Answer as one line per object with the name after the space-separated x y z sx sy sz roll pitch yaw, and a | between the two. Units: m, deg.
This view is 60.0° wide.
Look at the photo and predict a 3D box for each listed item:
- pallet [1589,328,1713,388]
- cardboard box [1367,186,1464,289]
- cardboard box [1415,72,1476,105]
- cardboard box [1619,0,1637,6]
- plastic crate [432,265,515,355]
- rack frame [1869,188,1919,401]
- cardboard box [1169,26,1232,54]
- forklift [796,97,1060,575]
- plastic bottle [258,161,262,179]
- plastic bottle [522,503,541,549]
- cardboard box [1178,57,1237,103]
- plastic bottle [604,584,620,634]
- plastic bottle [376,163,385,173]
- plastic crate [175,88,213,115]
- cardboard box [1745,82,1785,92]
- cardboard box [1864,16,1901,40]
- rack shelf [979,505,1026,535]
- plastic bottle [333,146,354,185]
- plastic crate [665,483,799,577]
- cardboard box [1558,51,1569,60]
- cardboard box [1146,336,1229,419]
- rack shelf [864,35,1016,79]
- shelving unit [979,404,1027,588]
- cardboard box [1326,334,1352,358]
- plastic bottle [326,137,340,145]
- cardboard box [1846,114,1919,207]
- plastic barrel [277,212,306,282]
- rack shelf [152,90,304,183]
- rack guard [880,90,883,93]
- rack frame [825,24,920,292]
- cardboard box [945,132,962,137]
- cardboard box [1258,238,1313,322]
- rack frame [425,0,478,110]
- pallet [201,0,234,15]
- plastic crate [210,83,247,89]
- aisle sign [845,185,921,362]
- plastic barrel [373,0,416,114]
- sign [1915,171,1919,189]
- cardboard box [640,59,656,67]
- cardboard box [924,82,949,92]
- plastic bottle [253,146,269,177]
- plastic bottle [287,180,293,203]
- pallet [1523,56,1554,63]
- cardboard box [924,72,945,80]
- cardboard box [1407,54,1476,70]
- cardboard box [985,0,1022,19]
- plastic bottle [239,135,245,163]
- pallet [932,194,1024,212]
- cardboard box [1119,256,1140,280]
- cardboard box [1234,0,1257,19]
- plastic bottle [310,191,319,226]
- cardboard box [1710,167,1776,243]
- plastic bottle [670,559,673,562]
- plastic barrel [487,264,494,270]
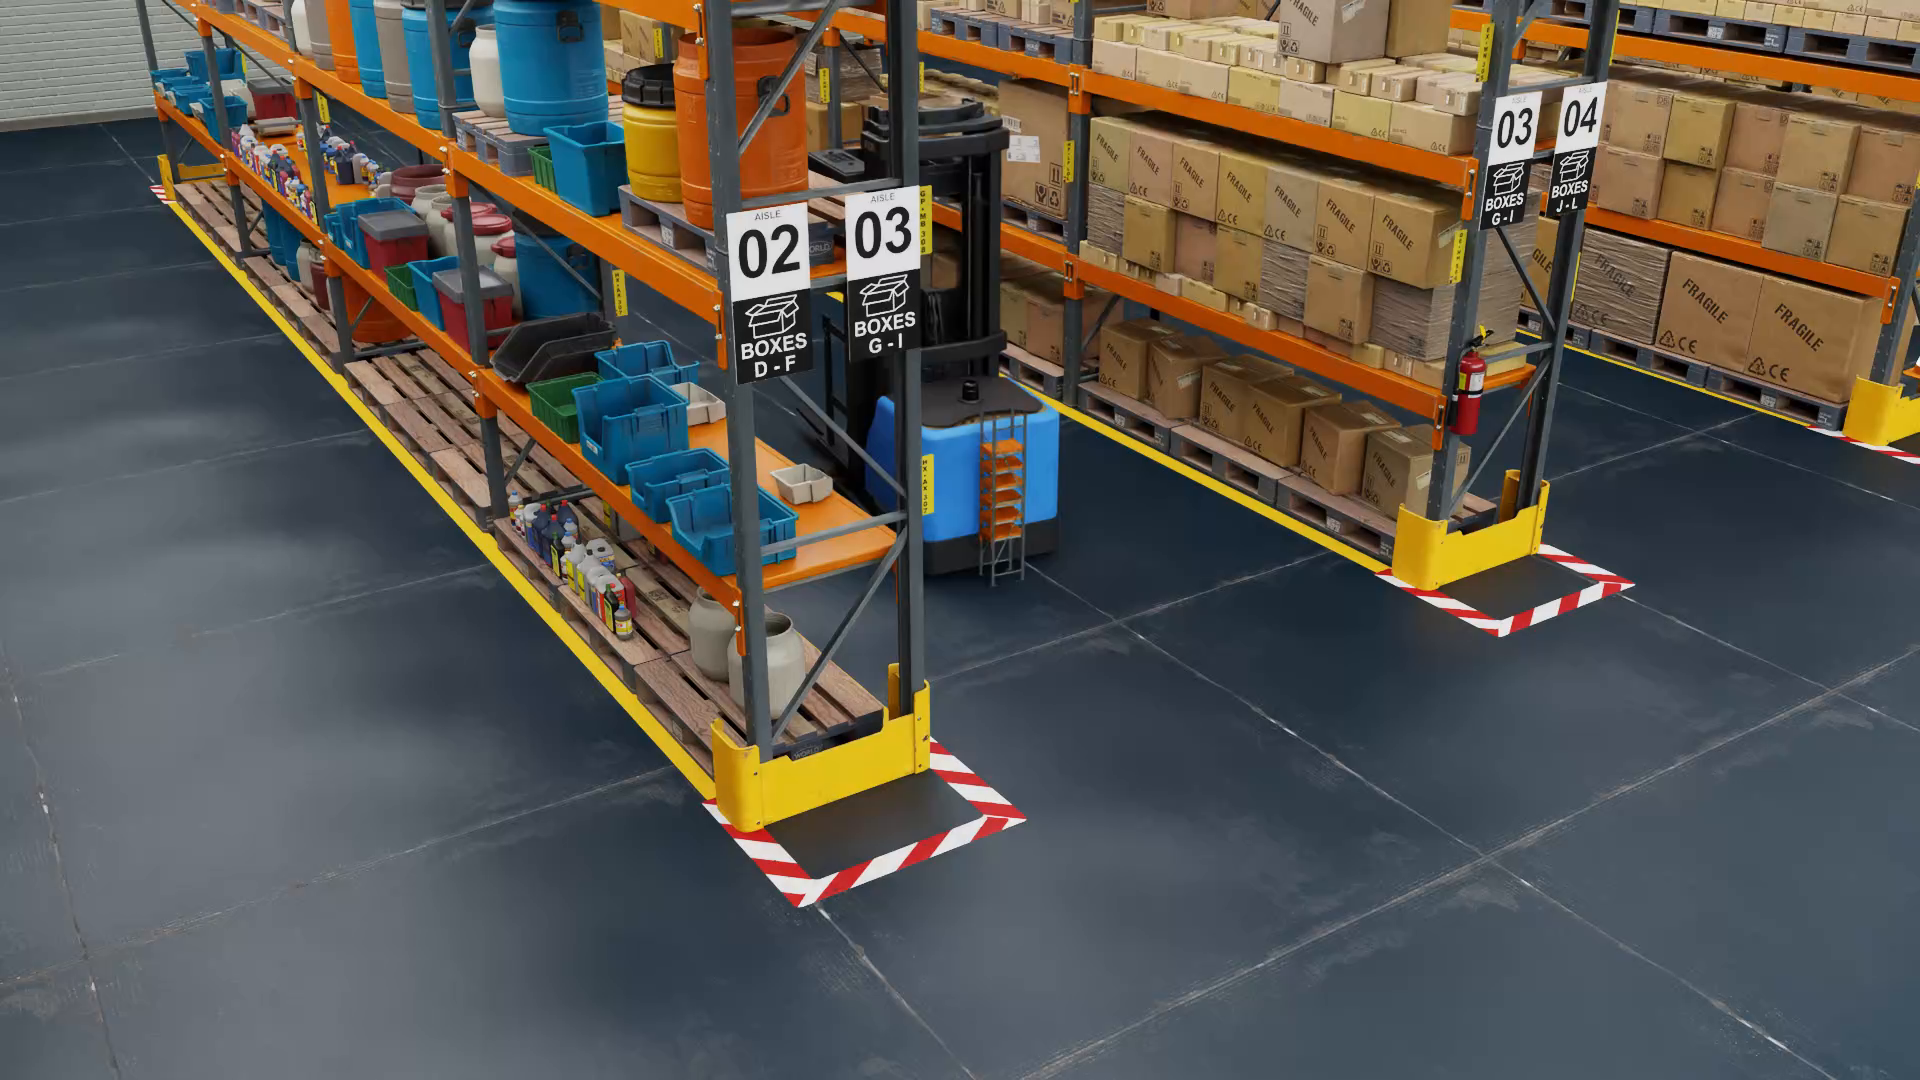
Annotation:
6.556 -1.743 15.157 1.003 0.211 1.213 -16 29 -30 | pallet
3.002 -1.951 10.695 0.500 0.500 0.500 -16 29 -30 | cardboard box
3.053 -2.796 10.317 0.380 0.149 0.250 -17 30 -31 | cardboard box
5.865 -4.728 14.385 0.380 0.149 0.250 -16 30 -30 | cardboard box
-3.345 -1.588 11.487 0.402 0.464 0.583 -16 29 -30 | plastic crate
7.720 -2.300 13.071 1.000 3.000 0.127 -16 29 -30 | rack frame
1.748 -3.633 12.089 0.380 0.149 0.250 -15 29 -28 | cardboard box
-0.397 -1.693 11.865 1.130 2.935 3.031 -11 27 -22 | forklift
-6.712 -3.595 16.047 0.097 0.201 0.097 0 25 0 | plastic bottle
-2.818 -0.099 11.083 0.152 0.276 0.135 -14 29 -28 | plastic bottle
1.912 -3.311 11.874 0.500 0.250 0.500 -17 30 -32 | cardboard box
-2.089 0.411 9.994 0.061 0.283 0.133 -15 29 -28 | plastic bottle
-5.386 -3.371 15.477 0.061 0.283 0.133 -16 29 -30 | plastic bottle
-8.633 -4.957 18.825 0.416 0.233 0.300 -16 29 -30 | plastic crate
9.117 -5.116 18.839 0.380 0.149 0.250 -15 29 -29 | cardboard box
7.118 -3.908 12.649 0.380 0.149 0.250 -15 29 -29 | cardboard box
0.279 -0.135 10.979 0.258 0.103 0.180 -11 27 -22 | rack shelf
-5.868 -3.566 15.810 0.144 0.351 0.185 -16 29 -30 | plastic bottle
-1.164 -0.068 8.517 0.499 0.251 0.616 -16 29 -30 | plastic crate
7.704 -6.050 20.817 0.380 0.149 0.250 -18 31 -33 | cardboard box
1.830 -1.315 13.421 0.500 0.500 0.500 -6 26 -13 | cardboard box
0.078 -6.982 23.832 1.077 0.370 4.000 -16 29 -30 | rack shelf
0.279 -0.284 10.909 0.258 1.200 0.189 -11 27 -22 | shelving unit
2.742 -1.381 11.417 0.380 0.149 0.250 -16 29 -30 | cardboard box
-6.230 -3.885 16.574 0.152 0.276 0.135 -16 29 -30 | plastic bottle
7.550 -2.998 13.109 0.875 0.550 0.550 -16 29 -30 | cardboard box
-6.522 -3.107 16.747 0.600 0.901 0.708 -16 29 -30 | plastic barrel
-8.283 -4.708 19.015 1.077 0.370 4.000 -16 29 -30 | rack shelf
-0.973 -6.865 25.670 1.175 0.500 0.348 -16 29 -30 | rack guard
-0.858 -4.042 16.760 1.000 3.000 0.127 -16 29 -30 | rack frame
0.302 -3.446 14.886 0.797 0.503 0.637 -12 28 -24 | cardboard box
2.622 -1.903 11.764 0.875 0.500 0.500 -16 29 -30 | cardboard box
-2.824 -4.170 10.004 1.000 3.000 0.127 -16 29 -30 | rack frame
-6.681 -5.332 16.200 1.213 0.211 1.003 -16 29 -30 | pallet
-8.632 -5.300 19.665 0.396 0.136 0.243 -16 29 -30 | plastic crate
-0.356 -1.244 7.789 0.394 0.787 0.004 -16 29 -30 | aisle sign
-3.641 -3.405 11.311 0.600 0.901 0.600 0 25 0 | plastic barrel
7.258 -2.809 12.516 0.100 0.325 0.005 -16 29 -30 | sign
-3.502 -5.636 19.964 0.500 0.250 0.500 -16 30 -31 | cardboard box
-0.383 -6.565 24.255 0.380 0.149 0.250 -14 29 -28 | cardboard box
-6.752 -3.677 16.132 0.152 0.276 0.135 -16 29 -30 | plastic bottle
-6.078 -3.180 15.167 0.097 0.201 0.097 0 25 0 | plastic bottle
7.924 -6.034 21.206 1.213 0.211 1.003 -16 29 -30 | pallet
-0.424 -6.959 25.091 0.380 0.149 0.250 -15 29 -29 | cardboard box
3.162 -3.093 10.945 0.380 0.149 0.250 -14 29 -28 | cardboard box
0.637 -4.732 14.096 0.797 0.503 0.637 -14 29 -27 | cardboard box
-7.144 -3.910 16.632 0.097 0.271 0.097 0 25 0 | plastic bottle
0.257 -3.256 15.322 1.003 0.211 1.213 -16 29 -30 | pallet
1.476 -2.175 13.100 0.380 0.149 0.250 -16 29 -30 | cardboard box
4.509 -8.116 25.274 0.500 0.500 0.500 -16 30 -31 | cardboard box
-5.586 -2.880 14.436 0.061 0.283 0.133 -16 29 -30 | plastic bottle
6.961 -2.911 14.190 0.875 0.550 0.550 -16 29 -30 | cardboard box
-1.864 -0.018 10.911 0.152 0.276 0.135 -15 29 -29 | plastic bottle
-3.418 -1.903 12.393 0.301 0.262 0.301 0 25 0 | plastic barrel
